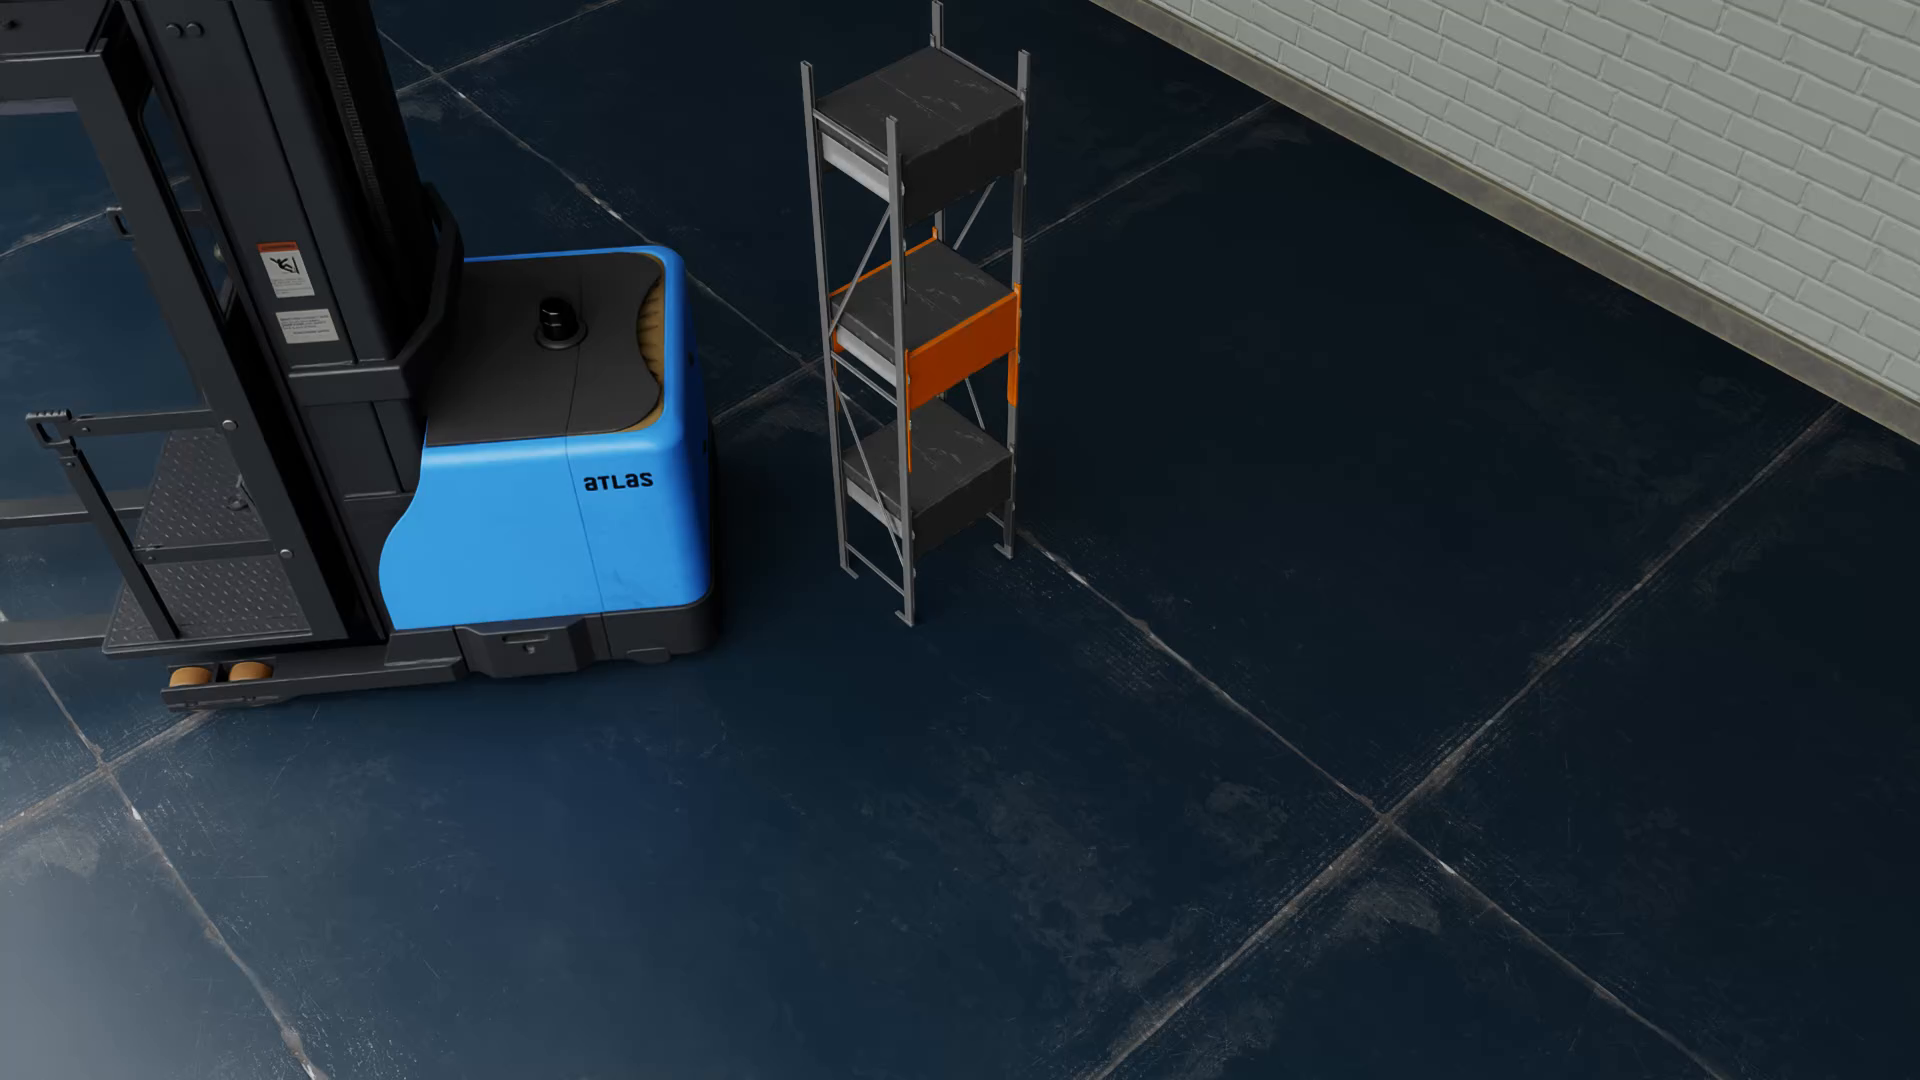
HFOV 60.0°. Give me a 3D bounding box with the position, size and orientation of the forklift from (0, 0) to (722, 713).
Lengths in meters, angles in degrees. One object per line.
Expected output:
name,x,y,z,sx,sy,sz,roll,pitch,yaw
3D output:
forklift,-2.394,-0.817,5.010,3.031,2.935,1.130,-5,47,-4

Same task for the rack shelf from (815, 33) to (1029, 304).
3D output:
rack shelf,-0.122,-1.096,4.898,0.480,0.518,0.431,-34,56,-27

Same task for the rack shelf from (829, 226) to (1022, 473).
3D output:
rack shelf,-0.122,-0.621,5.413,0.480,0.518,0.431,-34,56,-27

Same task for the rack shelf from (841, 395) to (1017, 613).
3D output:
rack shelf,-0.122,-0.146,5.927,0.480,0.518,0.431,-34,56,-27

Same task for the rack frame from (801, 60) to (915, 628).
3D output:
rack frame,-0.303,-0.510,5.291,0.015,2.100,0.400,-34,56,-27

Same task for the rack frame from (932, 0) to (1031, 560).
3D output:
rack frame,0.058,-0.751,5.514,0.015,2.100,0.400,-34,56,-27

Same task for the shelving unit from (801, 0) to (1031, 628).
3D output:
shelving unit,-0.122,-0.630,5.403,0.503,2.100,0.431,-34,56,-27
